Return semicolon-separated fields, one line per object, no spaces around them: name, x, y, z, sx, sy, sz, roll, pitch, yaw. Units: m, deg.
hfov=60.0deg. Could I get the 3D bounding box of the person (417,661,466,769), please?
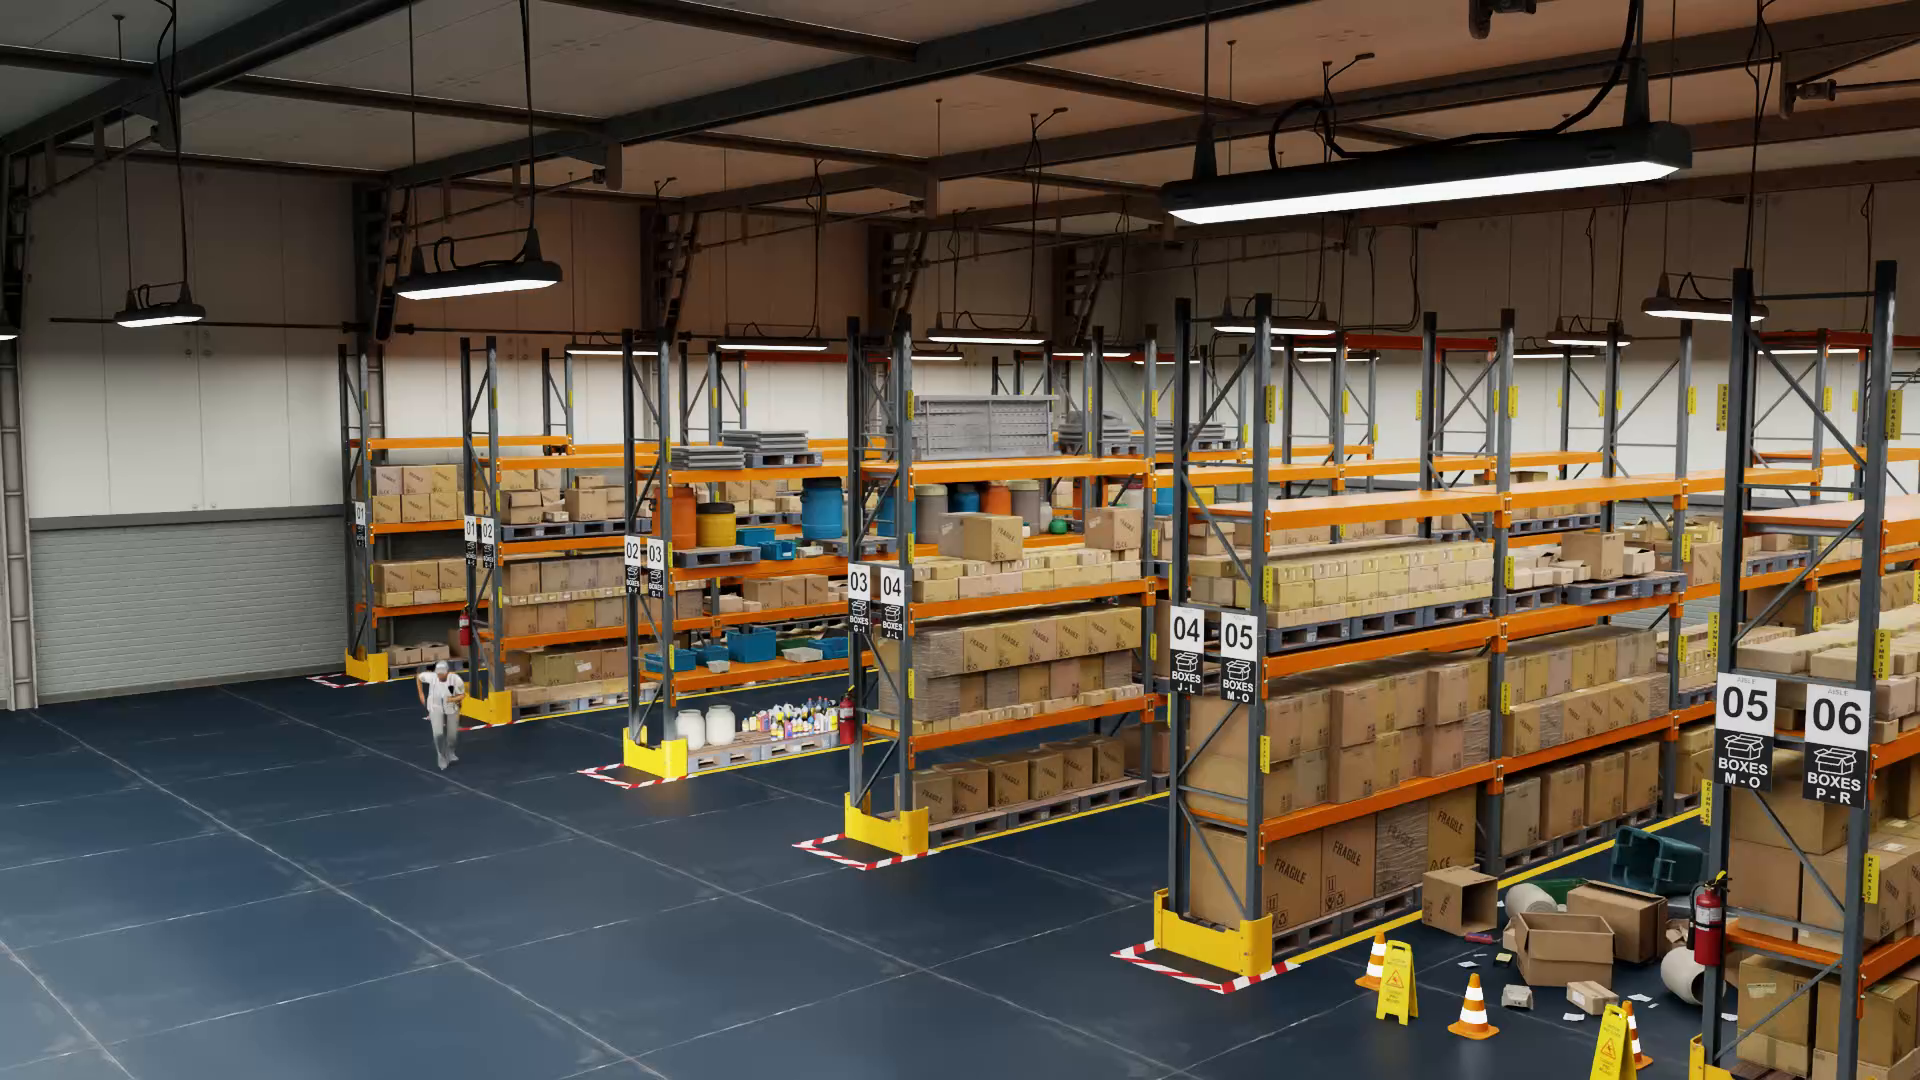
person;-7.088;2.379;22.763;0.642;1.546;0.940;-1;5;-15
